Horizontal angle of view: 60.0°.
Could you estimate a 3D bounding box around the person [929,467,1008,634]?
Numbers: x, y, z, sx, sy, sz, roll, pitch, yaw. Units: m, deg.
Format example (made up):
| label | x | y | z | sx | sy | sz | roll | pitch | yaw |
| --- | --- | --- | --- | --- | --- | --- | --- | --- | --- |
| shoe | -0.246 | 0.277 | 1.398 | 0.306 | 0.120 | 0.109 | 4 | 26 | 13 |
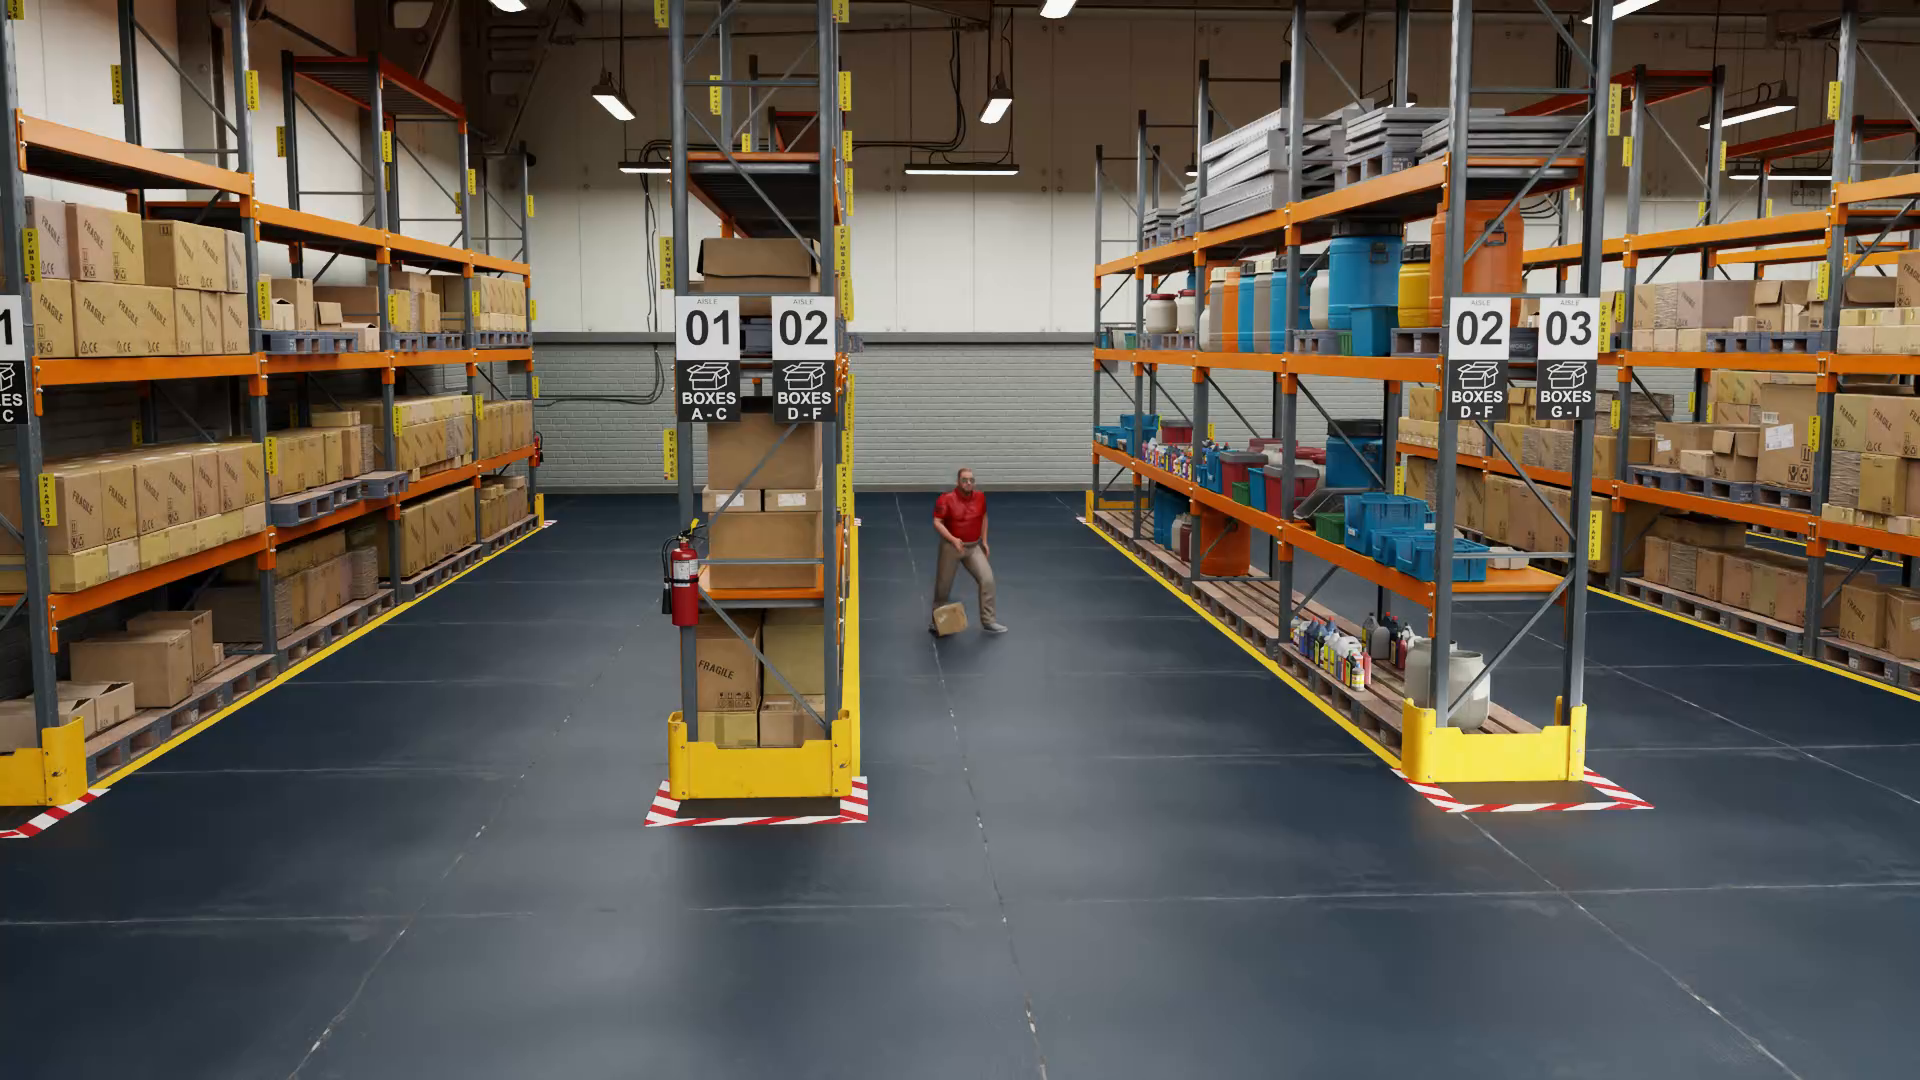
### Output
| label | x | y | z | sx | sy | sz | roll | pitch | yaw |
| --- | --- | --- | --- | --- | --- | --- | --- | --- | --- |
| person | 0.034 | 0.098 | 16.621 | 0.696 | 1.671 | 0.815 | -2 | 7 | -18 |
